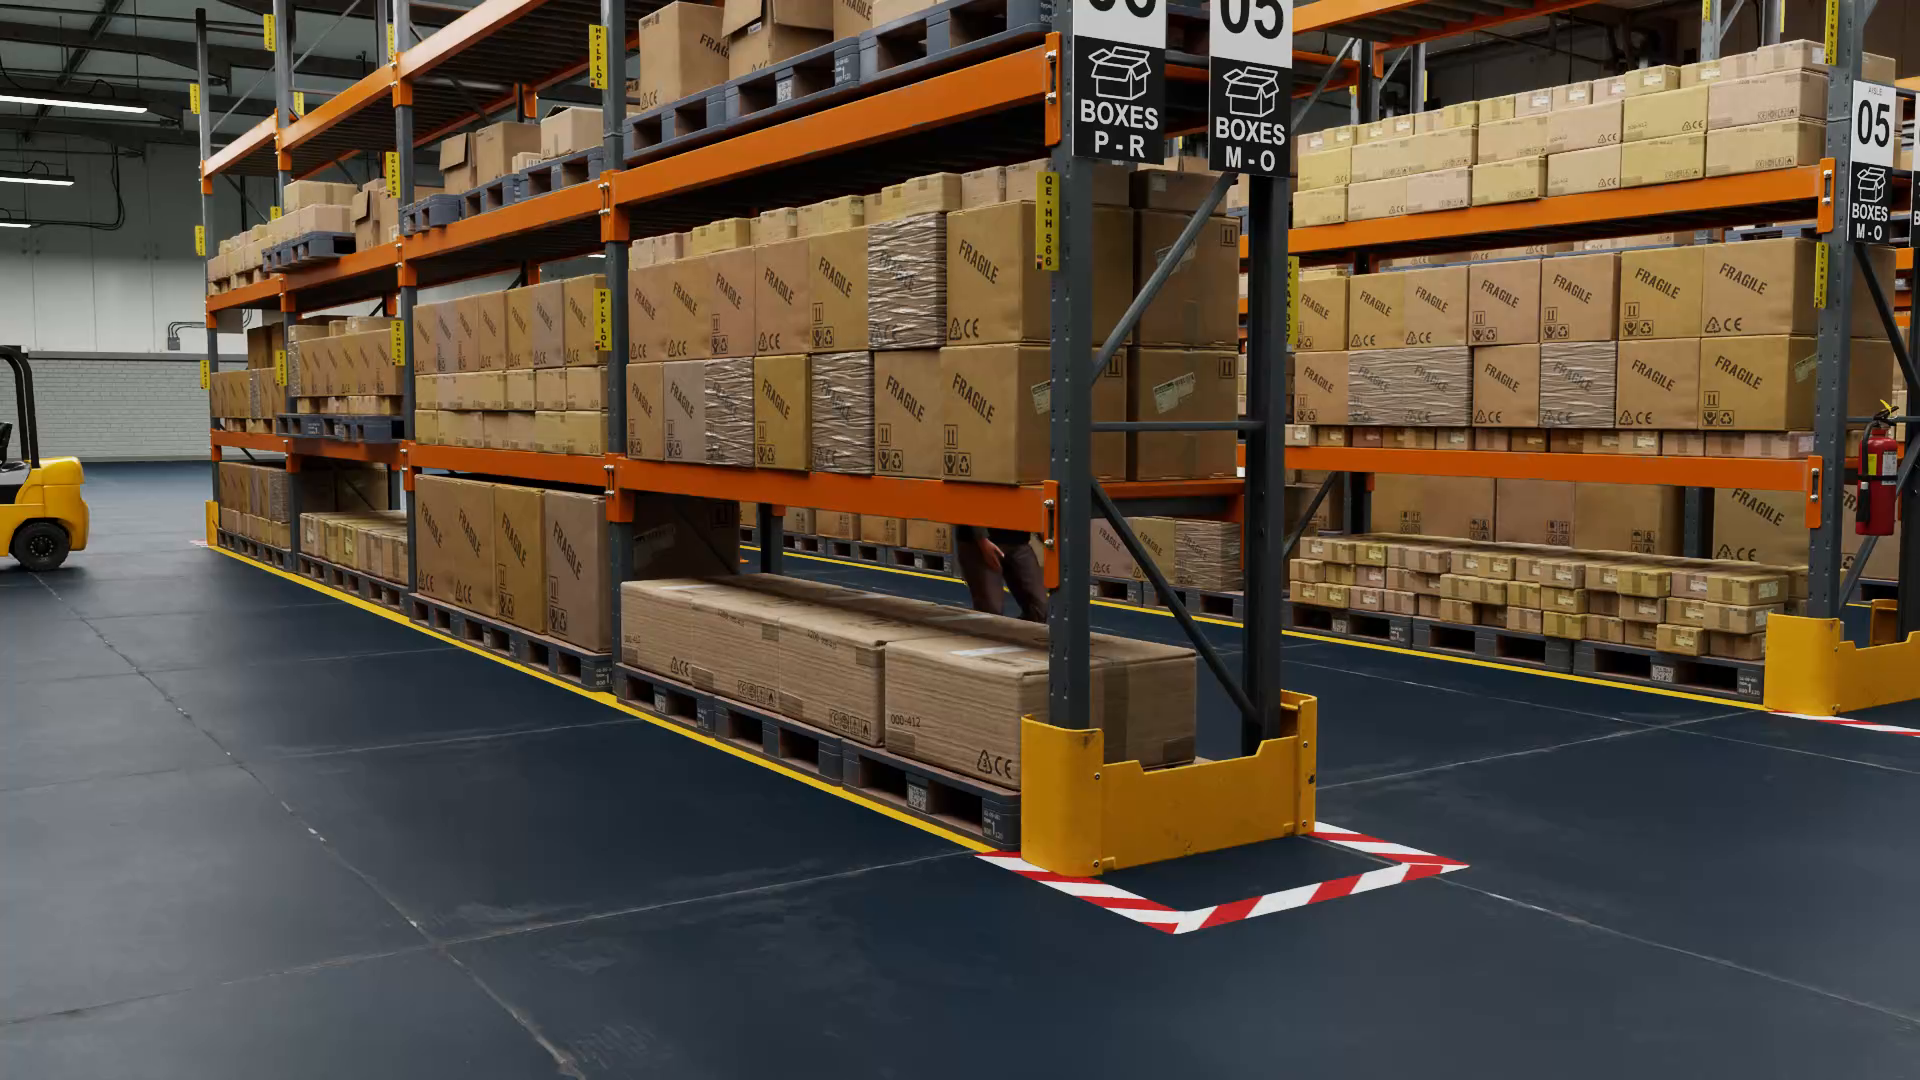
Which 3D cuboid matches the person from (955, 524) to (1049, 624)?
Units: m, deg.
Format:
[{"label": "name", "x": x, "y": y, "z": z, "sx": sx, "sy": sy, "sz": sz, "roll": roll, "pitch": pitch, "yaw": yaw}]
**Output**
[{"label": "person", "x": 0.255, "y": 0.040, "z": 9.185, "sx": 0.574, "sy": 1.617, "sz": 0.509, "roll": -3, "pitch": 5, "yaw": -32}]
